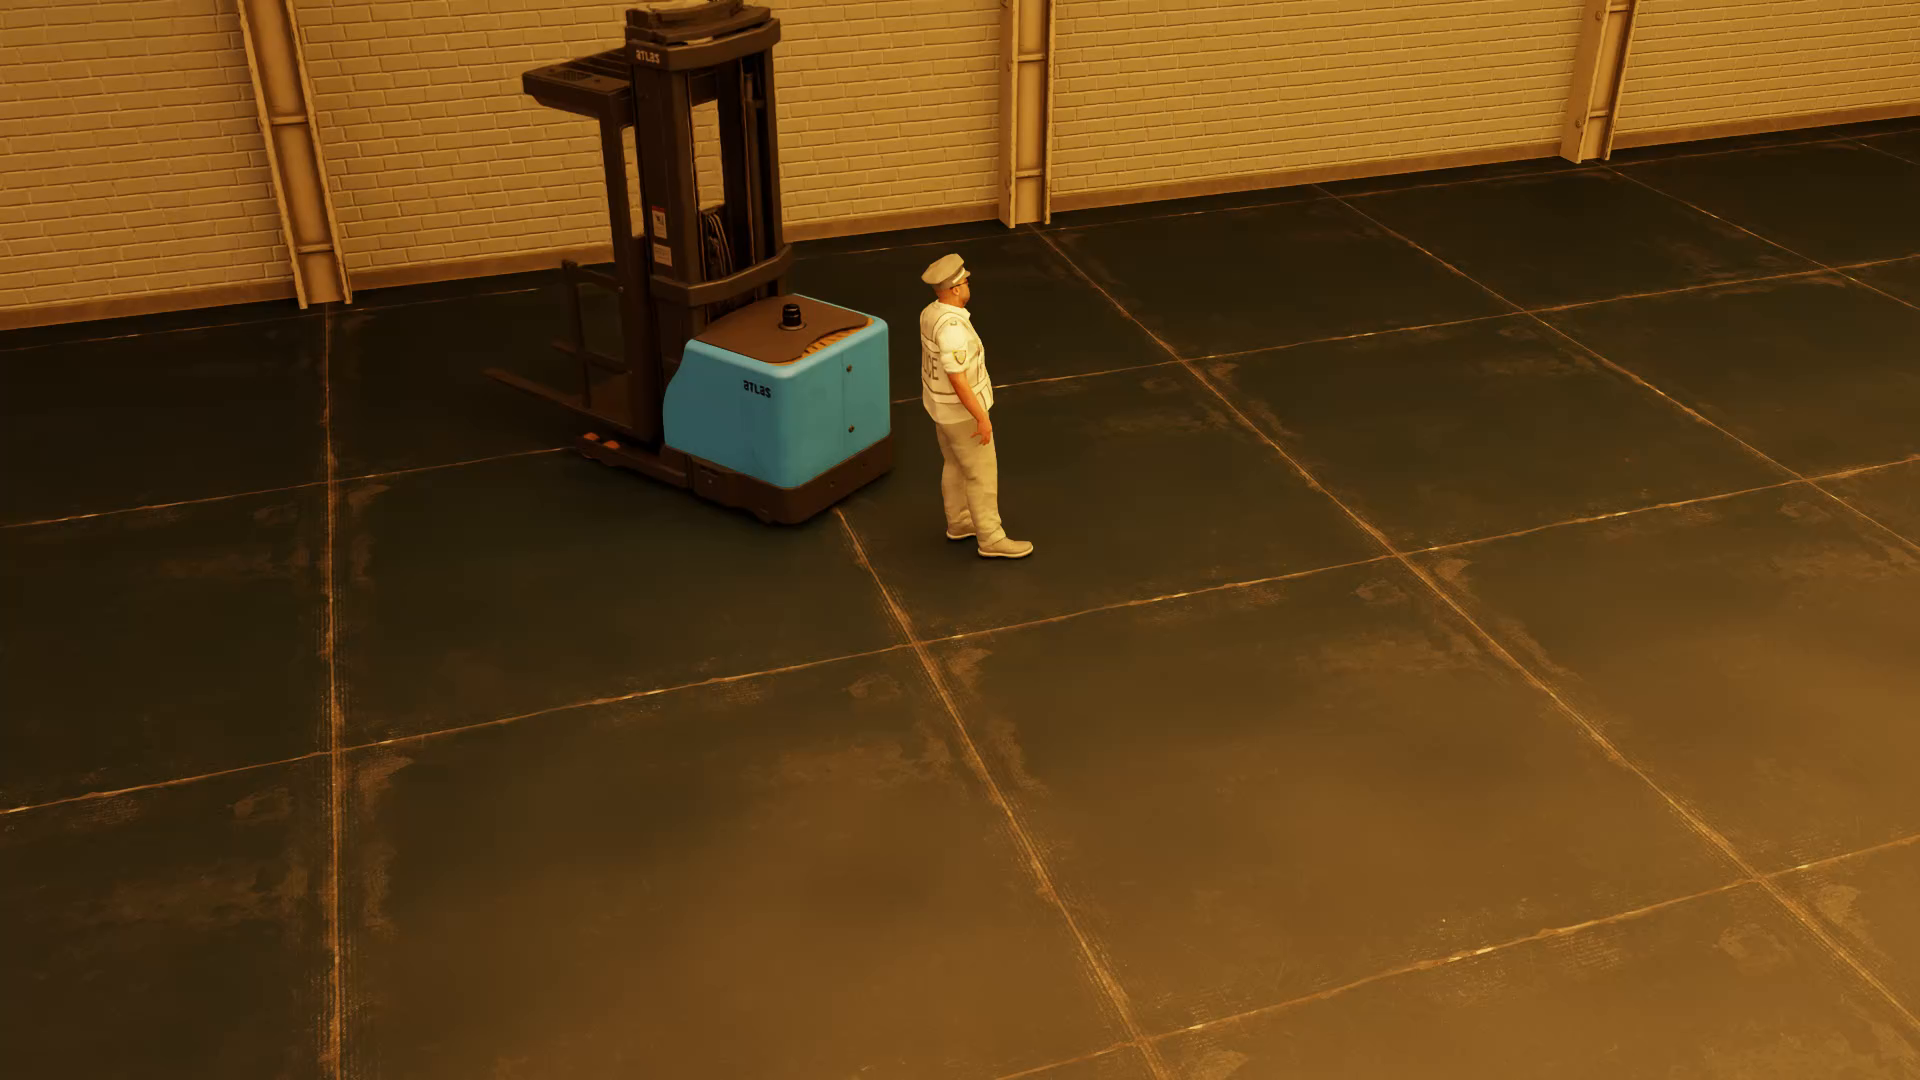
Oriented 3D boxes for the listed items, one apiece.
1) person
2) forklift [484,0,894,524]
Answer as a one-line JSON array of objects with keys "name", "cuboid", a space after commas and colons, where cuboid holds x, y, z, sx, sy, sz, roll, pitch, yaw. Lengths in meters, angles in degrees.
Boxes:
[{"name": "person", "cuboid": [0.077, -0.785, 9.589, 0.575, 1.781, 0.640, -10, 31, -16]}, {"name": "forklift", "cuboid": [-1.915, -1.940, 10.459, 3.031, 2.935, 1.130, 20, 36, 31]}]
